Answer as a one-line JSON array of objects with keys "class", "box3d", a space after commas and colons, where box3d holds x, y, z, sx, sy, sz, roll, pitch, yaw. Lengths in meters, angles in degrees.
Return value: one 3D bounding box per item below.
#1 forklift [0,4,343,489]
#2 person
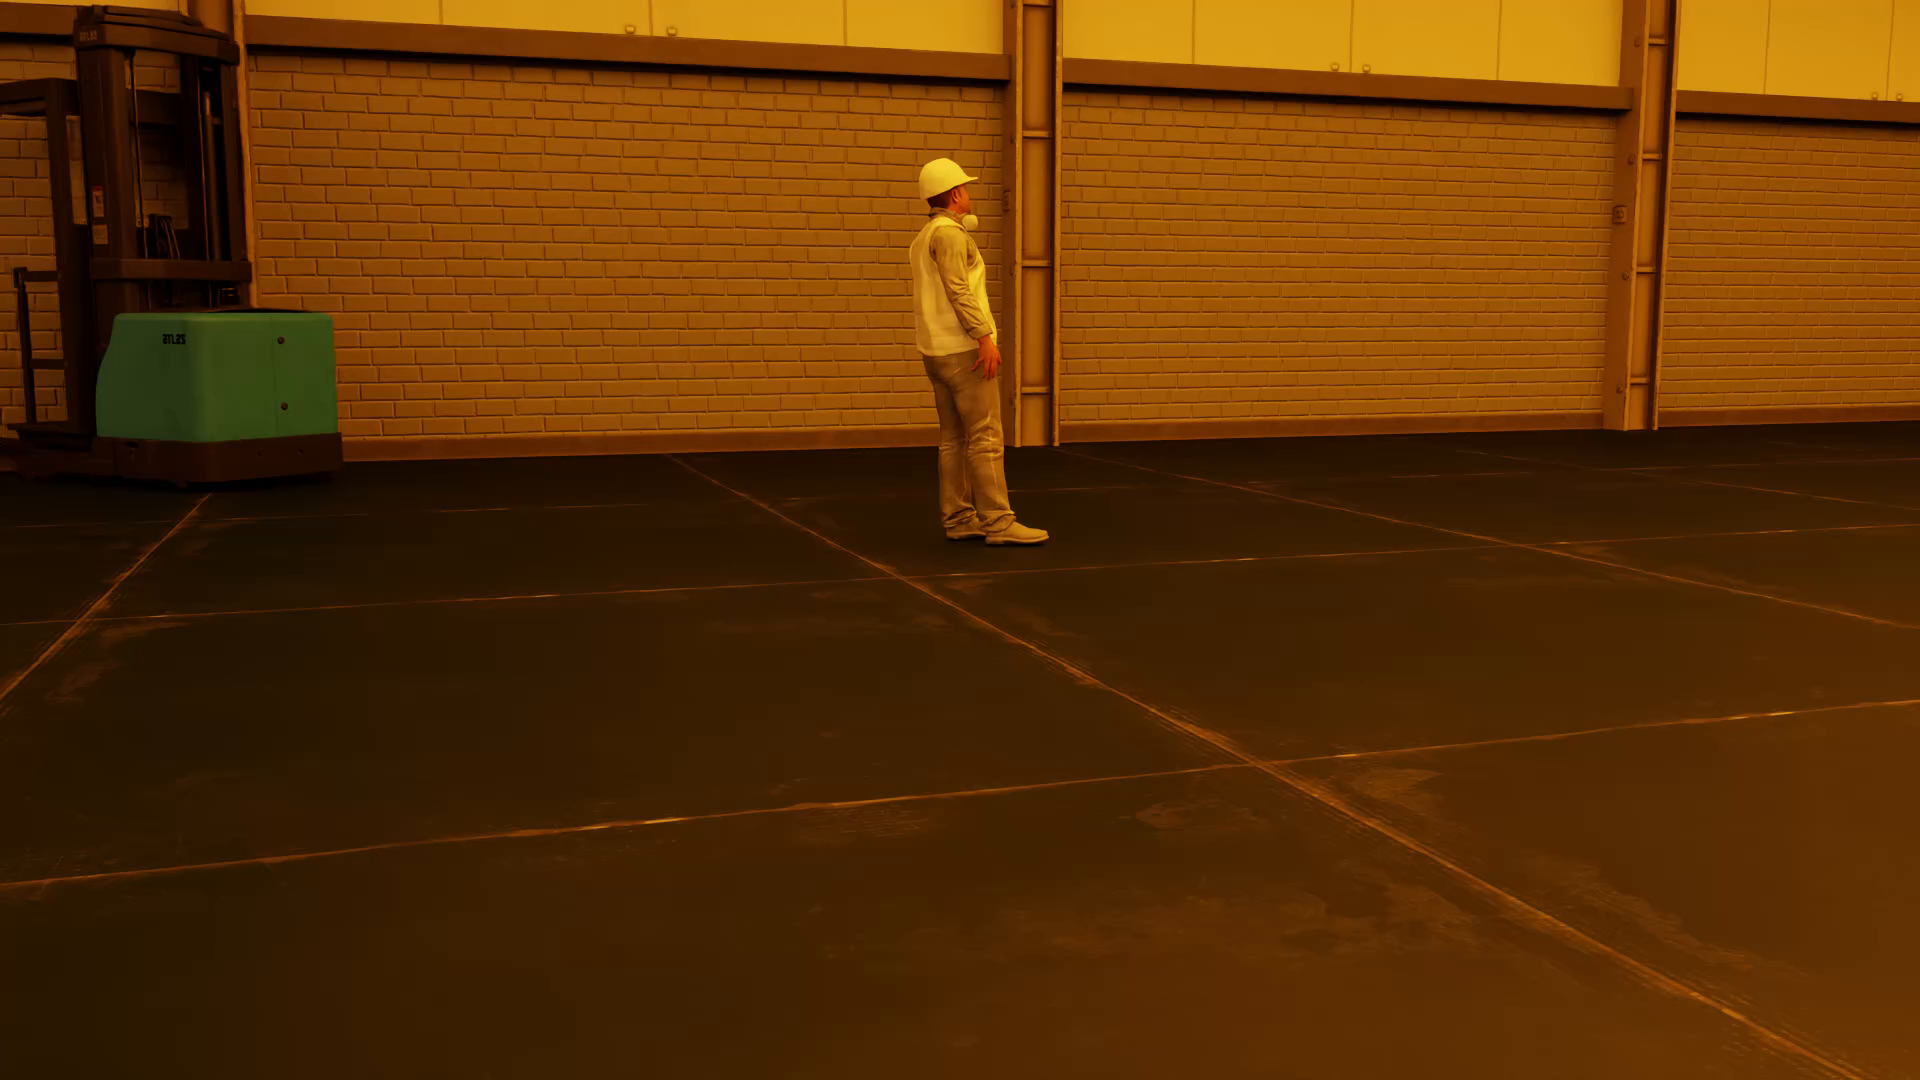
[{"class": "forklift", "box3d": [-5.512, -1.880, 10.875, 3.031, 2.935, 1.130, 5, 9, 30]}, {"class": "person", "box3d": [0.061, -0.888, 7.815, 0.568, 1.773, 0.632, -3, 8, -18]}]
